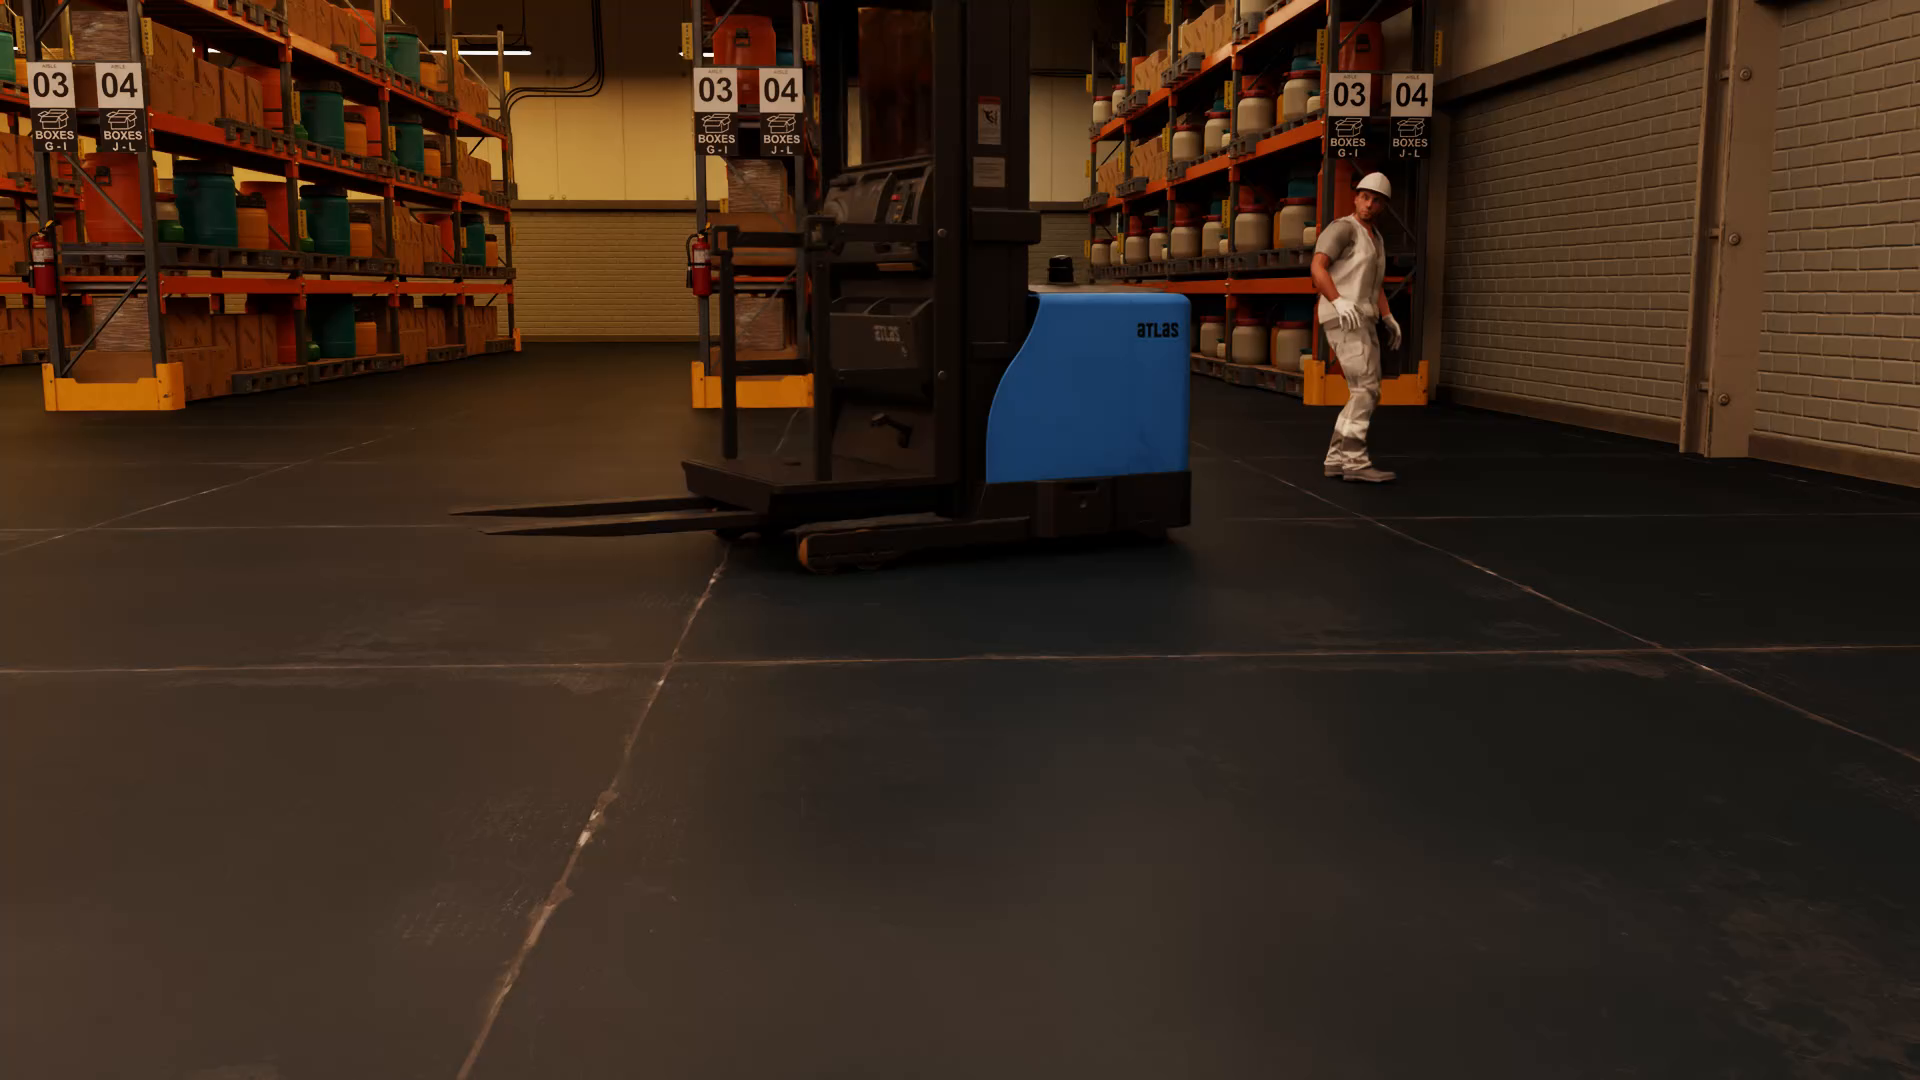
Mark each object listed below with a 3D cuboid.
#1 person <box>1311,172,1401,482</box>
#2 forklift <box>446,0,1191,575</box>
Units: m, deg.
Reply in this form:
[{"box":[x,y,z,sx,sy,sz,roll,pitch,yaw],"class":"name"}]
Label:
[{"box":[2.341,-1.224,9.576,0.505,1.757,0.749,5,10,32],"class":"person"},{"box":[-0.534,-1.404,6.788,3.031,2.935,1.130,-5,10,-28],"class":"forklift"}]
